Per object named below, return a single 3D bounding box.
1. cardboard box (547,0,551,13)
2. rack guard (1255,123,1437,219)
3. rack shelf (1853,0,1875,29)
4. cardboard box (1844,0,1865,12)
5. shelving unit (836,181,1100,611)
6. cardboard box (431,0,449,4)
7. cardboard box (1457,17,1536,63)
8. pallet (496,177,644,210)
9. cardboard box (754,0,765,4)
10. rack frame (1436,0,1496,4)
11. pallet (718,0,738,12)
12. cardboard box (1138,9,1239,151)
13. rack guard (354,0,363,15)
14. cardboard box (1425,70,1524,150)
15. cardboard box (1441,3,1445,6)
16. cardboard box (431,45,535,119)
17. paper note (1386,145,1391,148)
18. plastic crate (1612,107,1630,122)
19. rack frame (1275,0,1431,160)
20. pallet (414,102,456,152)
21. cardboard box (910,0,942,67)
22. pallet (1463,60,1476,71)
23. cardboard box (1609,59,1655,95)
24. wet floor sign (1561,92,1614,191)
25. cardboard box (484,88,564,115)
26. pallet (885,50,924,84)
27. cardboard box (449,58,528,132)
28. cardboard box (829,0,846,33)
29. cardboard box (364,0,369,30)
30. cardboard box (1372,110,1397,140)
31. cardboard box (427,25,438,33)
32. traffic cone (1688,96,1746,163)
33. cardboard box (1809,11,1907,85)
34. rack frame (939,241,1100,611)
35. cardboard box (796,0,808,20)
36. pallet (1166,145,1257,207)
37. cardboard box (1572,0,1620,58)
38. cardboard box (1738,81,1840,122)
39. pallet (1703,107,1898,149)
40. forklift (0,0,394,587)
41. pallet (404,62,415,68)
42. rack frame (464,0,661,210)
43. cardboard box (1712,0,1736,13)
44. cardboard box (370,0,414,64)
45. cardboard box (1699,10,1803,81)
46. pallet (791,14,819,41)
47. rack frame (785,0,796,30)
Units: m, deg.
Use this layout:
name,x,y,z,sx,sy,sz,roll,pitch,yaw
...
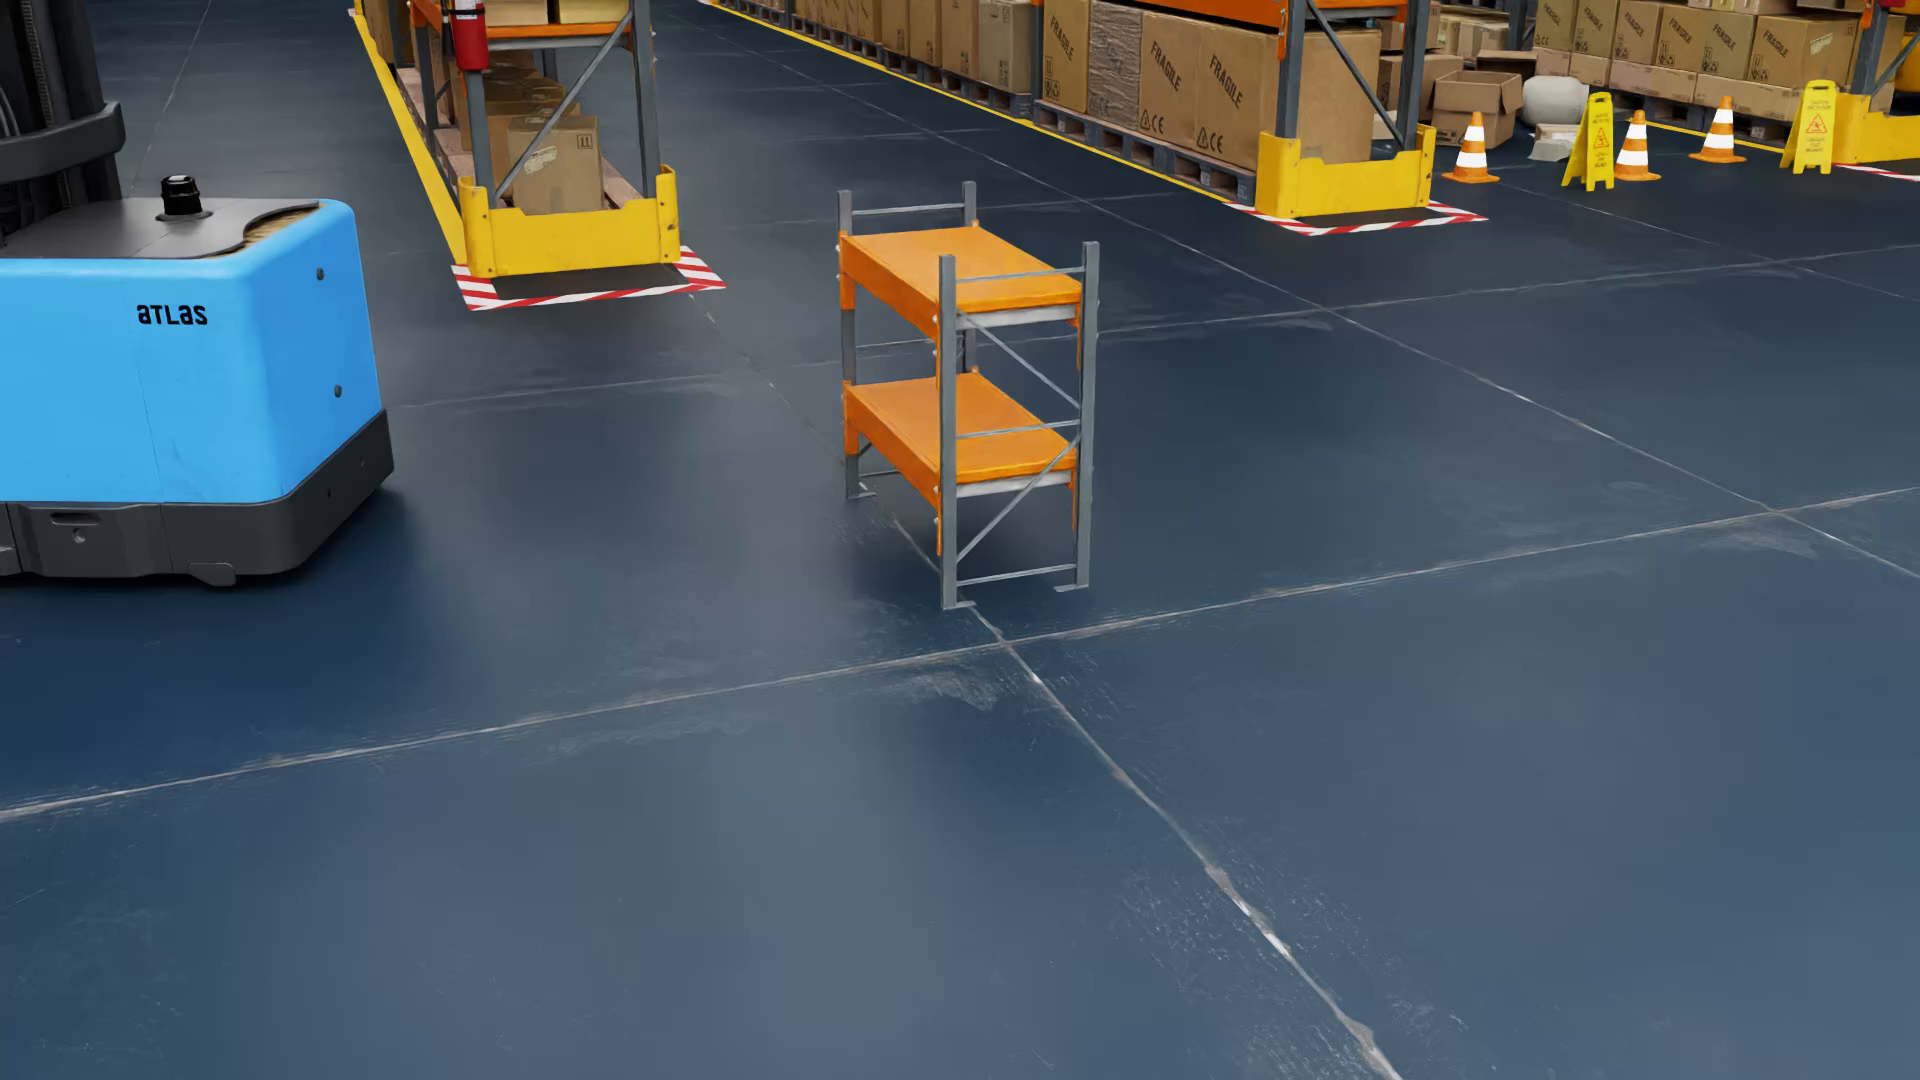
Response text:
name,x,y,z,sx,sy,sz,roll,pitch,yaw
cardboard box,-2.193,-3.142,9.667,0.380,0.149,0.250,-8,24,-19
rack guard,2.514,-2.419,10.845,1.175,0.500,0.348,-8,24,-19
rack shelf,6.394,-4.690,13.943,1.077,0.370,4.000,-8,24,-19
cardboard box,10.135,-5.718,17.972,0.875,0.625,0.625,-7,24,-17
shelving unit,-0.002,-0.521,5.537,0.538,1.125,1.048,-8,24,-19
cardboard box,-3.092,-3.426,10.339,0.380,0.149,0.250,-8,24,-19
cardboard box,5.500,-4.922,16.407,0.950,0.372,0.625,-8,24,-18
pallet,-2.451,-1.978,10.172,1.003,0.211,1.213,-8,24,-19
cardboard box,-2.556,-7.291,22.317,0.380,0.149,0.250,-8,24,-19
rack frame,7.504,-9.338,24.043,1.000,3.000,0.127,-8,24,-19
pallet,-2.866,-7.780,23.938,1.003,0.211,1.213,-8,24,-19
cardboard box,1.892,-3.351,12.032,0.875,0.875,0.875,-9,24,-20
rack guard,-7.831,-7.606,23.152,1.175,0.500,0.348,-8,24,-19
cardboard box,4.112,-3.436,13.254,0.637,0.503,0.797,12,26,27
cardboard box,4.733,-5.711,18.281,0.950,0.372,0.625,-9,24,-20
cardboard box,-3.780,-3.666,13.238,0.700,0.500,0.500,-10,25,-23
paper note,3.371,-3.093,13.076,0.032,0.001,0.123,4,23,9
plastic crate,5.475,-3.720,14.474,0.402,0.080,0.583,-18,29,-37
rack frame,2.506,-3.579,10.380,1.000,3.000,0.127,-8,24,-19
pallet,-3.860,-3.387,13.513,1.003,0.211,1.213,-8,24,-19
cardboard box,0.123,-5.092,16.326,1.050,0.750,0.750,-8,24,-18
pallet,5.411,-4.746,16.740,1.003,0.211,1.213,-8,24,-19
cardboard box,6.033,-4.039,14.470,0.500,0.250,0.500,-9,24,-20
wet floor sign,4.368,-2.756,11.457,0.267,0.644,0.232,-13,26,-28
cardboard box,-2.822,-2.649,10.851,0.500,0.500,0.500,-6,24,-14
pallet,-0.112,-4.904,17.114,1.003,0.211,1.213,-8,24,-19
cardboard box,-3.479,-3.280,12.347,0.500,0.500,0.500,-9,25,-21
cardboard box,-1.179,-6.110,19.063,0.500,0.500,0.500,-9,25,-21
cardboard box,-6.165,-6.280,18.984,1.225,0.875,0.875,-8,24,-19
cardboard box,3.423,-3.401,13.477,0.396,0.266,0.258,-4,23,-10
cardboard box,-4.326,-4.248,14.618,0.700,0.500,0.500,-6,24,-15
traffic cone,5.742,-3.106,12.522,0.336,0.463,0.334,-8,24,-19
cardboard box,7.066,-3.907,13.191,0.500,0.500,0.500,-9,25,-21
rack frame,0.177,-0.336,5.099,0.500,1.125,0.032,-8,24,-19
cardboard box,-1.721,-6.676,20.406,0.500,0.500,0.500,-7,24,-17
pallet,2.150,-2.574,11.586,1.003,0.211,1.213,-8,24,-19
cardboard box,5.844,-4.576,14.780,0.500,0.500,0.500,-7,24,-17
cardboard box,6.555,-3.487,13.161,0.500,0.250,0.500,-8,24,-19
pallet,6.820,-3.338,13.398,1.003,0.211,1.213,-8,24,-19
forklift,-3.629,-1.392,5.280,3.031,2.935,1.130,1,23,2
pallet,-5.204,-4.854,16.995,1.003,0.211,1.213,-8,24,-19
rack frame,-2.170,-2.936,8.853,1.000,3.000,0.127,-8,24,-19
cardboard box,6.296,-4.337,13.378,0.380,0.149,0.250,-8,24,-18
cardboard box,-5.221,-5.310,16.682,1.225,0.875,0.875,-10,25,-21
cardboard box,6.386,-4.012,13.440,0.500,0.500,0.500,-7,24,-17
pallet,-1.457,-6.372,20.596,1.003,0.211,1.213,-8,24,-19
rack frame,-1.734,-7.940,20.725,1.000,3.000,0.127,-8,24,-19
